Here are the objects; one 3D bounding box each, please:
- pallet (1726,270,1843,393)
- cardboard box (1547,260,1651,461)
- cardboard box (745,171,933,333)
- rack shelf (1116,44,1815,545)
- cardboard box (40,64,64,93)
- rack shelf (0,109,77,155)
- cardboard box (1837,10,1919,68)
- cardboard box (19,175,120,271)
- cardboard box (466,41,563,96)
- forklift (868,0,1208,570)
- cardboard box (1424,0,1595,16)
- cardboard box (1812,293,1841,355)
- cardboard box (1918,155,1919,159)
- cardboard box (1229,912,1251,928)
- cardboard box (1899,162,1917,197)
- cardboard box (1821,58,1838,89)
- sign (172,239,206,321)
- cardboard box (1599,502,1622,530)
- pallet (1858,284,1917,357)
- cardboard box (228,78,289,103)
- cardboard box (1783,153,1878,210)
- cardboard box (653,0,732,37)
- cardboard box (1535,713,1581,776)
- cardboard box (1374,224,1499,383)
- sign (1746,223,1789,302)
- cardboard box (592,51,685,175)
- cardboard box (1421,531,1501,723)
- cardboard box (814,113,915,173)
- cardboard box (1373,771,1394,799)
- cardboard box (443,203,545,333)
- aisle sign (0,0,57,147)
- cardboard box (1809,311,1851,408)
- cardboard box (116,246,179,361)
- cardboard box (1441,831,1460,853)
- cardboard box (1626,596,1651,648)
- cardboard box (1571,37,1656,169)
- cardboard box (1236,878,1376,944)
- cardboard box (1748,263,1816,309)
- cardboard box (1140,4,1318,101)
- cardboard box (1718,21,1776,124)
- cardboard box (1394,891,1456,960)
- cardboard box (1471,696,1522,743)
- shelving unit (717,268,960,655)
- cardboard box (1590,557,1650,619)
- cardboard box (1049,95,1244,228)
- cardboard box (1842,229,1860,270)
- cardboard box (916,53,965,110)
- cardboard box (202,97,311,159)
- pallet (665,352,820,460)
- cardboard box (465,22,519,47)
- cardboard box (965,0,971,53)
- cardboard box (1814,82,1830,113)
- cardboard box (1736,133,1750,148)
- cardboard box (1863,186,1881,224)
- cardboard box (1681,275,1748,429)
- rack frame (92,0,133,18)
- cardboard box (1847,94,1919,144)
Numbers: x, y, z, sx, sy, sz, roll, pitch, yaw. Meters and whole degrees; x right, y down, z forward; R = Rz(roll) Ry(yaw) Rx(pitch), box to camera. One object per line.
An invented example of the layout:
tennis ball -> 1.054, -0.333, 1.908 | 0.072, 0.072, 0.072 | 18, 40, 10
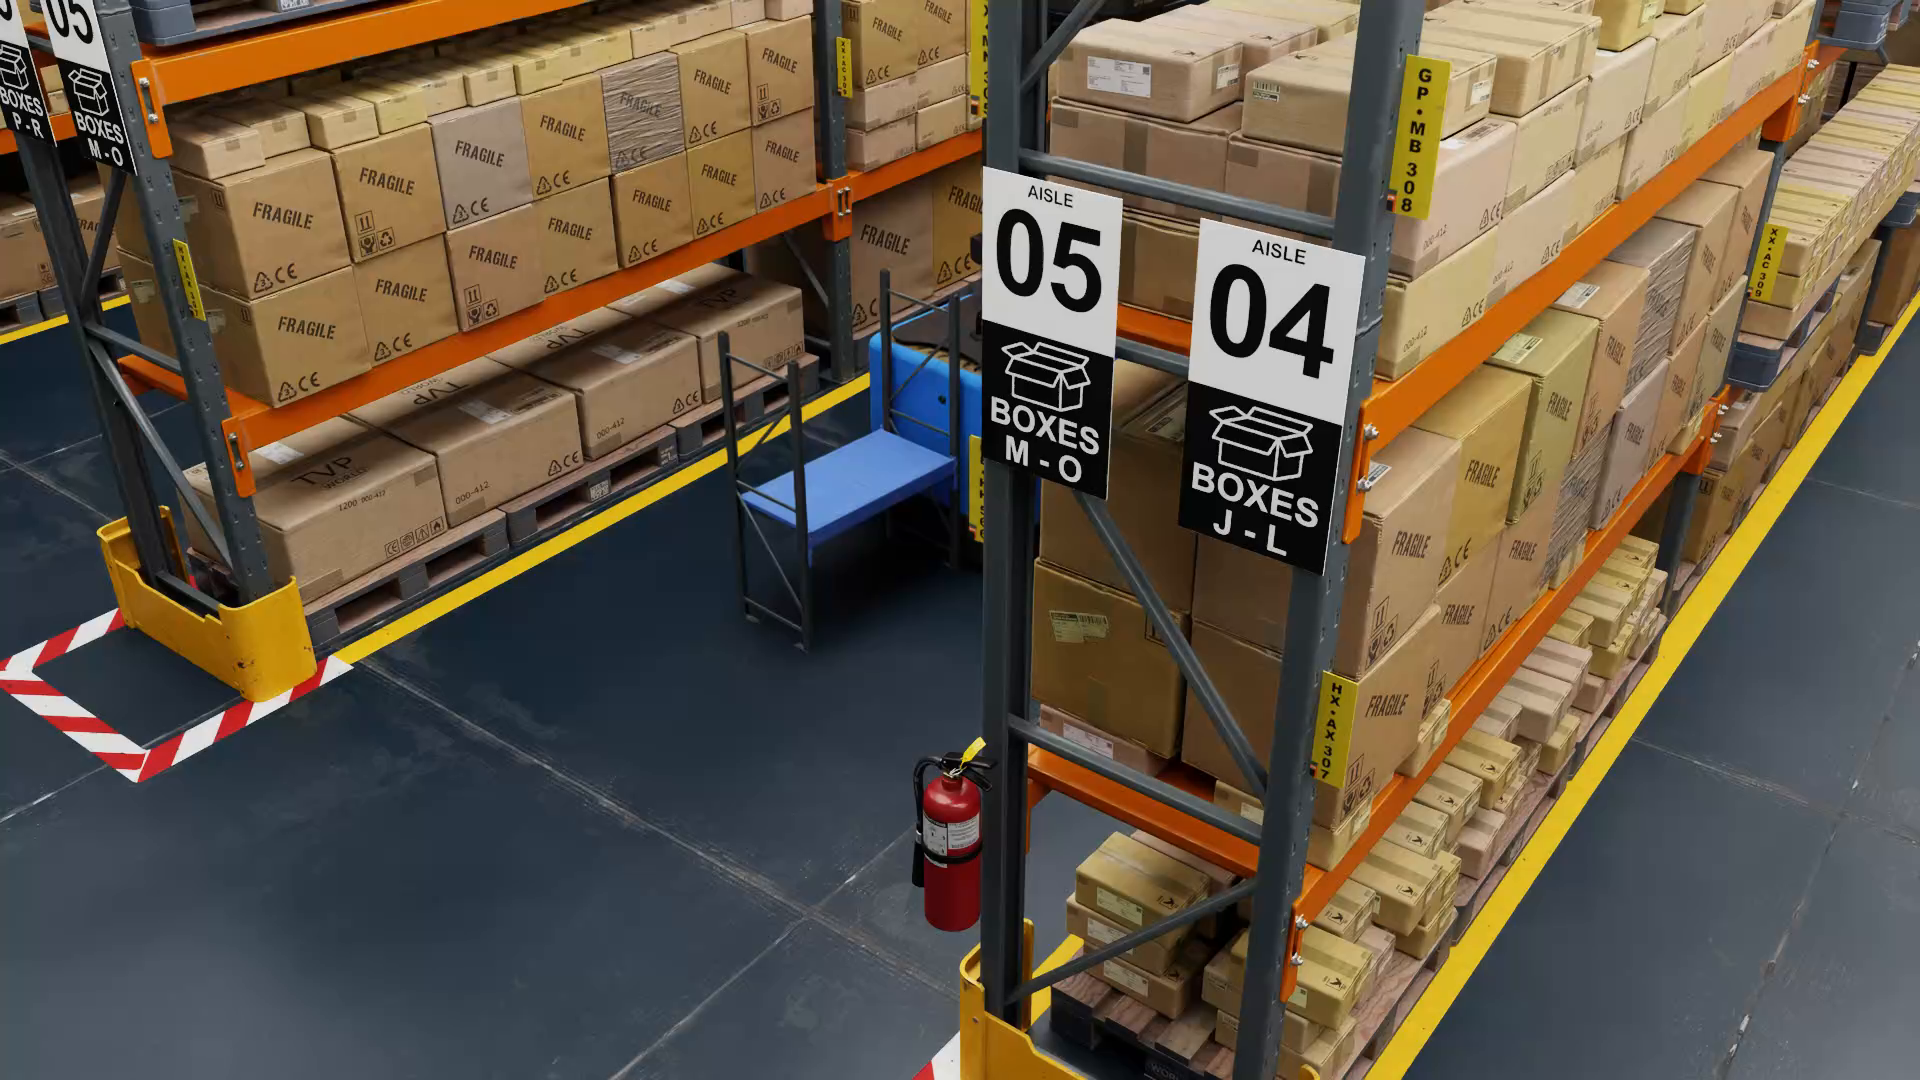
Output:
pallet -> 3.489, -1.128, 7.899 | 1.003, 0.211, 1.213 | 21, 37, 31
cardboard box -> 1.916, -0.640, 5.518 | 0.500, 0.500, 0.500 | 20, 36, 30
cardboard box -> -0.785, -1.970, 10.804 | 0.875, 0.875, 0.875 | 22, 37, 33
rack shelf -> 1.704, -1.113, 5.449 | 1.077, 0.370, 4.000 | 21, 37, 31
cardboard box -> -6.082, -3.119, 10.925 | 0.500, 0.250, 0.500 | 20, 36, 30
rack shelf -> -6.263, -2.831, 11.290 | 1.077, 0.370, 4.000 | 21, 37, 31
cardboard box -> 5.605, -3.223, 10.167 | 0.700, 0.500, 0.500 | 21, 37, 31
cardboard box -> -6.079, -2.171, 11.512 | 0.500, 0.500, 0.500 | 22, 37, 32
cardboard box -> -2.106, -2.230, 7.855 | 0.380, 0.149, 0.250 | 20, 36, 30
forklift -> 0.887, -1.755, 8.837 | 1.130, 2.935, 3.031 | 25, 39, 35
cardboard box -> 1.483, -1.414, 4.518 | 0.380, 0.149, 0.250 | 22, 37, 33
cardboard box -> 4.507, -1.229, 9.186 | 0.500, 0.250, 0.500 | 22, 37, 32
cardboard box -> 5.075, -2.213, 9.085 | 0.380, 0.149, 0.250 | 22, 37, 32
cardboard box -> 0.951, 1.232, 6.113 | 0.380, 0.149, 0.250 | 21, 37, 31
cardboard box -> 4.935, -1.996, 9.010 | 0.380, 0.149, 0.250 | 21, 36, 31
cardboard box -> 4.890, -2.769, 9.731 | 0.380, 0.149, 0.250 | 21, 37, 31
sign -> -3.071, -1.034, 6.626 | 0.100, 0.325, 0.005 | 21, 37, 31
cardboard box -> 2.333, -0.203, 6.397 | 0.380, 0.149, 0.250 | 19, 36, 29
pallet -> 5.862, -1.668, 11.358 | 1.003, 0.211, 1.213 | 21, 37, 31
cardboard box -> -3.231, -2.002, 7.471 | 0.380, 0.149, 0.250 | 21, 36, 31
cardboard box -> 4.143, -1.715, 7.953 | 0.380, 0.149, 0.250 | 21, 36, 31
cardboard box -> -1.432, -2.784, 8.790 | 0.380, 0.149, 0.250 | 21, 37, 31
cardboard box -> 2.322, 0.786, 6.866 | 0.380, 0.149, 0.250 | 21, 37, 31
cardboard box -> 0.972, -0.648, 4.107 | 0.500, 0.250, 0.500 | 23, 37, 33
sign -> 3.349, -1.153, 6.904 | 0.100, 0.325, 0.005 | 21, 37, 31
cardboard box -> -1.773, -2.210, 8.458 | 0.500, 0.500, 0.500 | 22, 37, 32
cardboard box -> 1.291, 0.188, 5.102 | 0.500, 0.500, 0.500 | 21, 37, 31
cardboard box -> -0.620, -2.460, 10.106 | 0.500, 0.250, 0.500 | 20, 36, 30
cardboard box -> 1.075, 0.642, 4.970 | 0.380, 0.149, 0.250 | 23, 37, 33
cardboard box -> -2.387, -1.366, 8.015 | 0.500, 0.500, 0.500 | 21, 37, 31
aisle sign -> -3.801, -1.986, 6.608 | 0.394, 0.787, 0.004 | 21, 37, 31
cardboard box -> 4.821, -1.118, 9.734 | 0.500, 0.500, 0.500 | 23, 38, 33
cardboard box -> -3.430, -1.122, 7.602 | 0.500, 0.500, 0.500 | 21, 37, 32
cardboard box -> 1.631, 1.037, 6.151 | 0.380, 0.149, 0.250 | 19, 36, 29
cardboard box -> 2.822, 0.313, 7.372 | 0.380, 0.149, 0.250 | 19, 36, 29
cardboard box -> 1.598, -1.272, 4.669 | 0.500, 0.250, 0.500 | 22, 37, 32
cardboard box -> 1.155, 1.214, 5.561 | 0.380, 0.149, 0.250 | 22, 37, 32
cardboard box -> 3.516, -1.164, 7.314 | 0.380, 0.149, 0.250 | 22, 37, 32
cardboard box -> 0.673, -1.233, 4.213 | 0.380, 0.149, 0.250 | 22, 37, 32
cardboard box -> 2.520, -1.688, 5.862 | 0.500, 0.250, 0.500 | 21, 37, 31
cardboard box -> 1.547, 1.308, 5.985 | 0.380, 0.149, 0.250 | 22, 37, 32
cardboard box -> 1.938, 0.690, 6.444 | 0.380, 0.149, 0.250 | 21, 37, 31
shelving unit -> -0.538, -0.385, 7.929 | 0.538, 1.500, 1.048 | 25, 39, 35
cardboard box -> 2.782, 0.186, 7.295 | 0.380, 0.149, 0.250 | 22, 37, 32
cardboard box -> 0.572, -1.025, 4.252 | 0.500, 0.250, 0.500 | 20, 36, 30
cardboard box -> 4.139, -1.456, 8.099 | 0.380, 0.149, 0.250 | 19, 36, 29
cardboard box -> -0.313, -2.890, 10.341 | 0.500, 0.250, 0.500 | 22, 37, 32
cardboard box -> -2.974, -1.741, 7.030 | 0.380, 0.149, 0.250 | 22, 37, 32
pallet -> -1.617, -0.942, 10.133 | 1.003, 0.211, 1.213 | 21, 37, 31
cardboard box -> -2.428, -2.517, 8.341 | 0.380, 0.149, 0.250 | 21, 37, 31
cardboard box -> -0.011, -3.409, 10.481 | 0.500, 0.500, 0.500 | 20, 36, 30
cardboard box -> 4.875, -2.636, 9.799 | 0.380, 0.149, 0.250 | 23, 38, 33
cardboard box -> 3.786, -2.026, 8.477 | 0.380, 0.149, 0.250 | 19, 36, 29
cardboard box -> 4.304, -1.699, 8.217 | 0.380, 0.149, 0.250 | 20, 36, 31
cardboard box -> 2.845, -0.832, 6.822 | 0.500, 0.500, 0.500 | 21, 37, 31
rack frame -> -3.510, -3.382, 5.630 | 1.000, 3.000, 0.127 | 21, 37, 31
cardboard box -> 4.926, -2.241, 8.840 | 0.380, 0.149, 0.250 | 22, 37, 33
